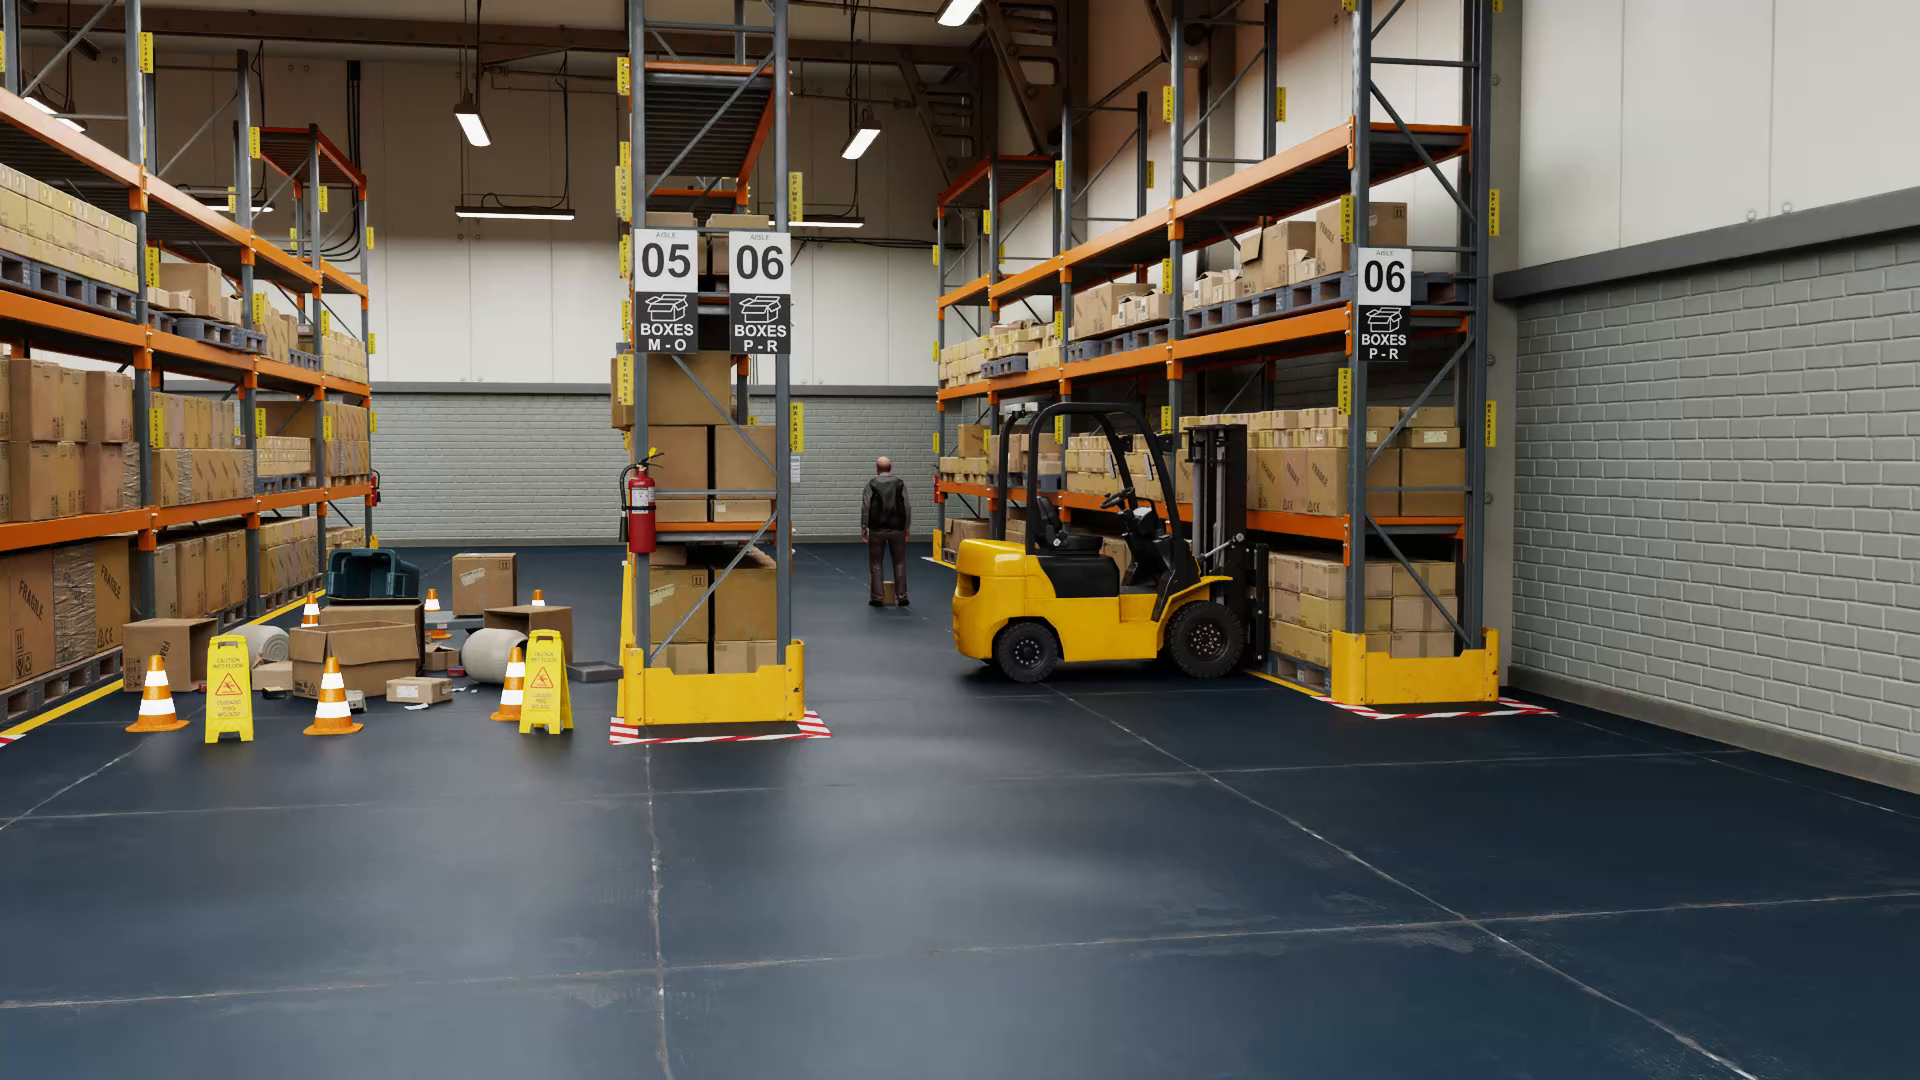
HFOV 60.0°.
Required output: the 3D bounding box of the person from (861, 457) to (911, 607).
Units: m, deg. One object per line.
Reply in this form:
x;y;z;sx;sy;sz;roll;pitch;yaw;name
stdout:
-0.850;-0.099;19.213;0.589;1.721;0.414;-1;3;-13;person
